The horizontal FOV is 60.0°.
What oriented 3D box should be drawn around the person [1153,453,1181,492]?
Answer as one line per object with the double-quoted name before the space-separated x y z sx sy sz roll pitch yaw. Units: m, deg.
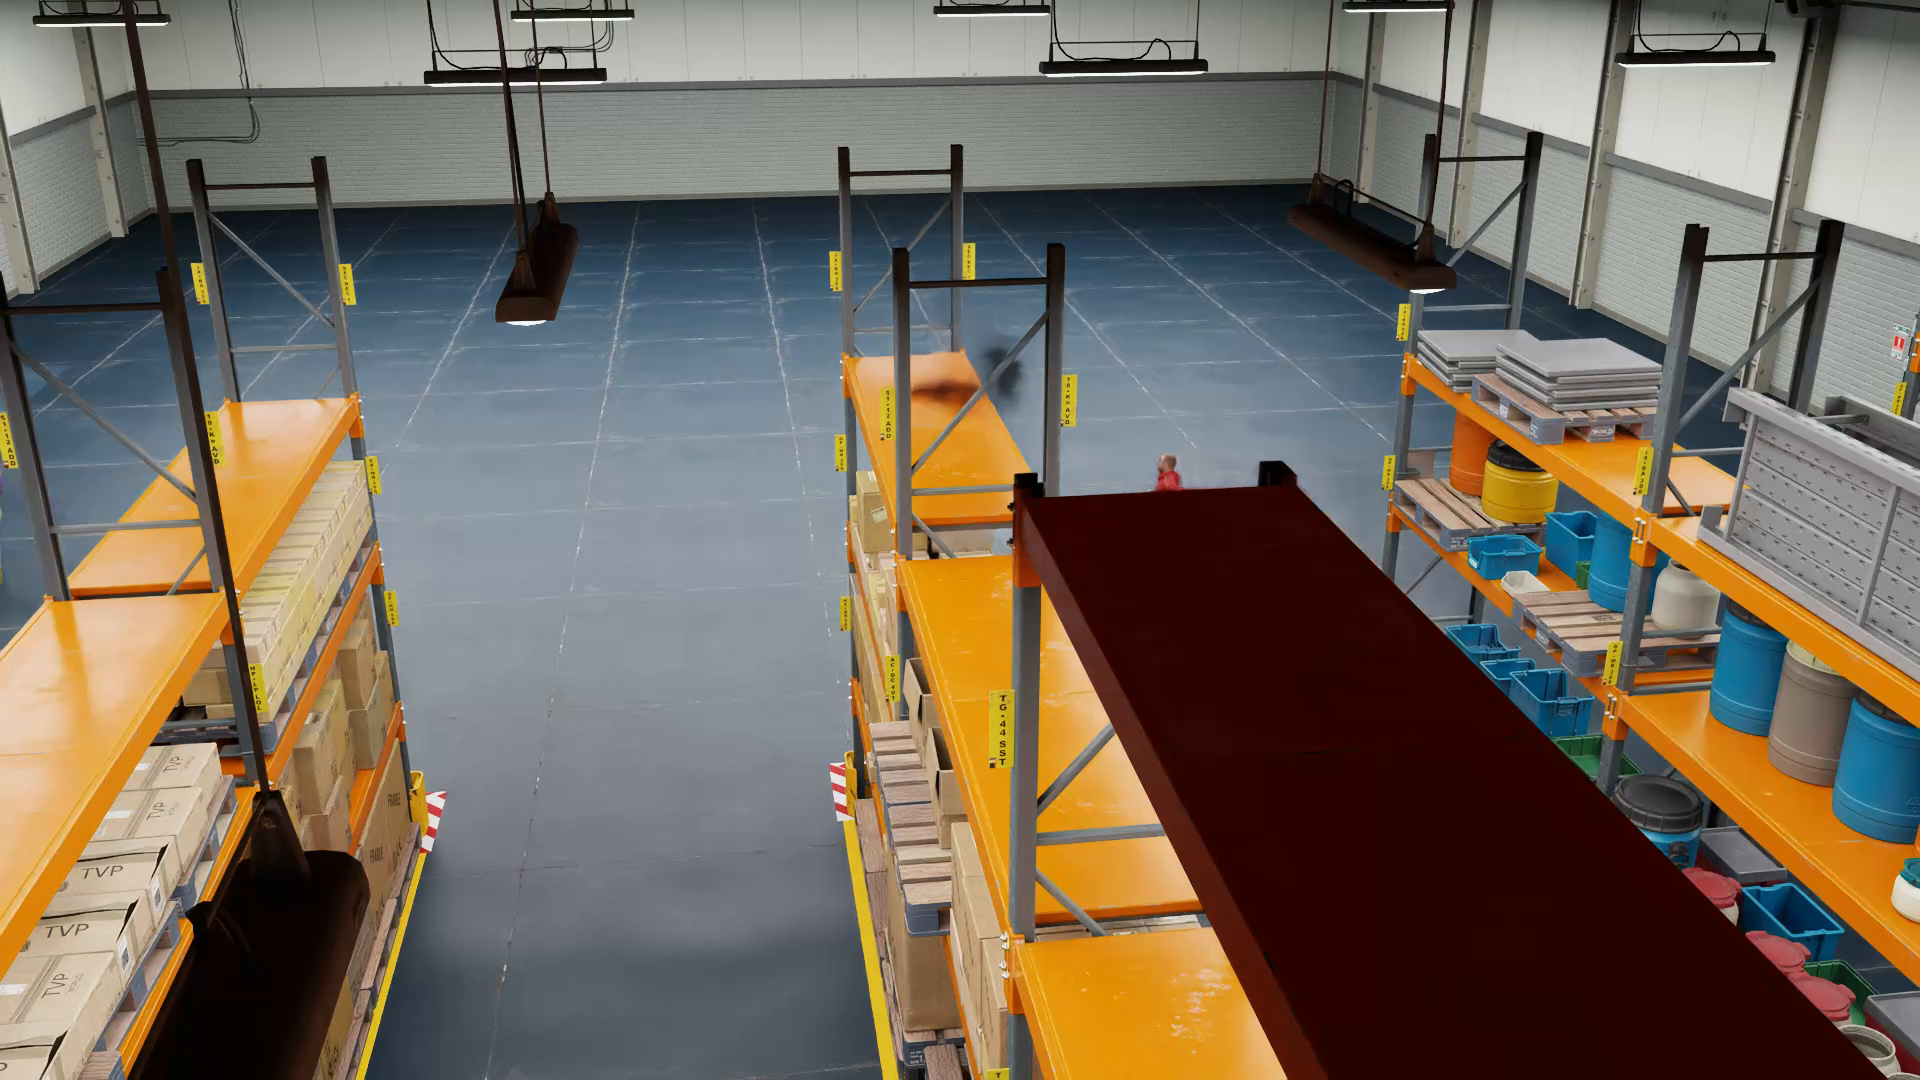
"person" 2.521 -0.190 19.808 0.969 1.742 0.672 6 22 16
